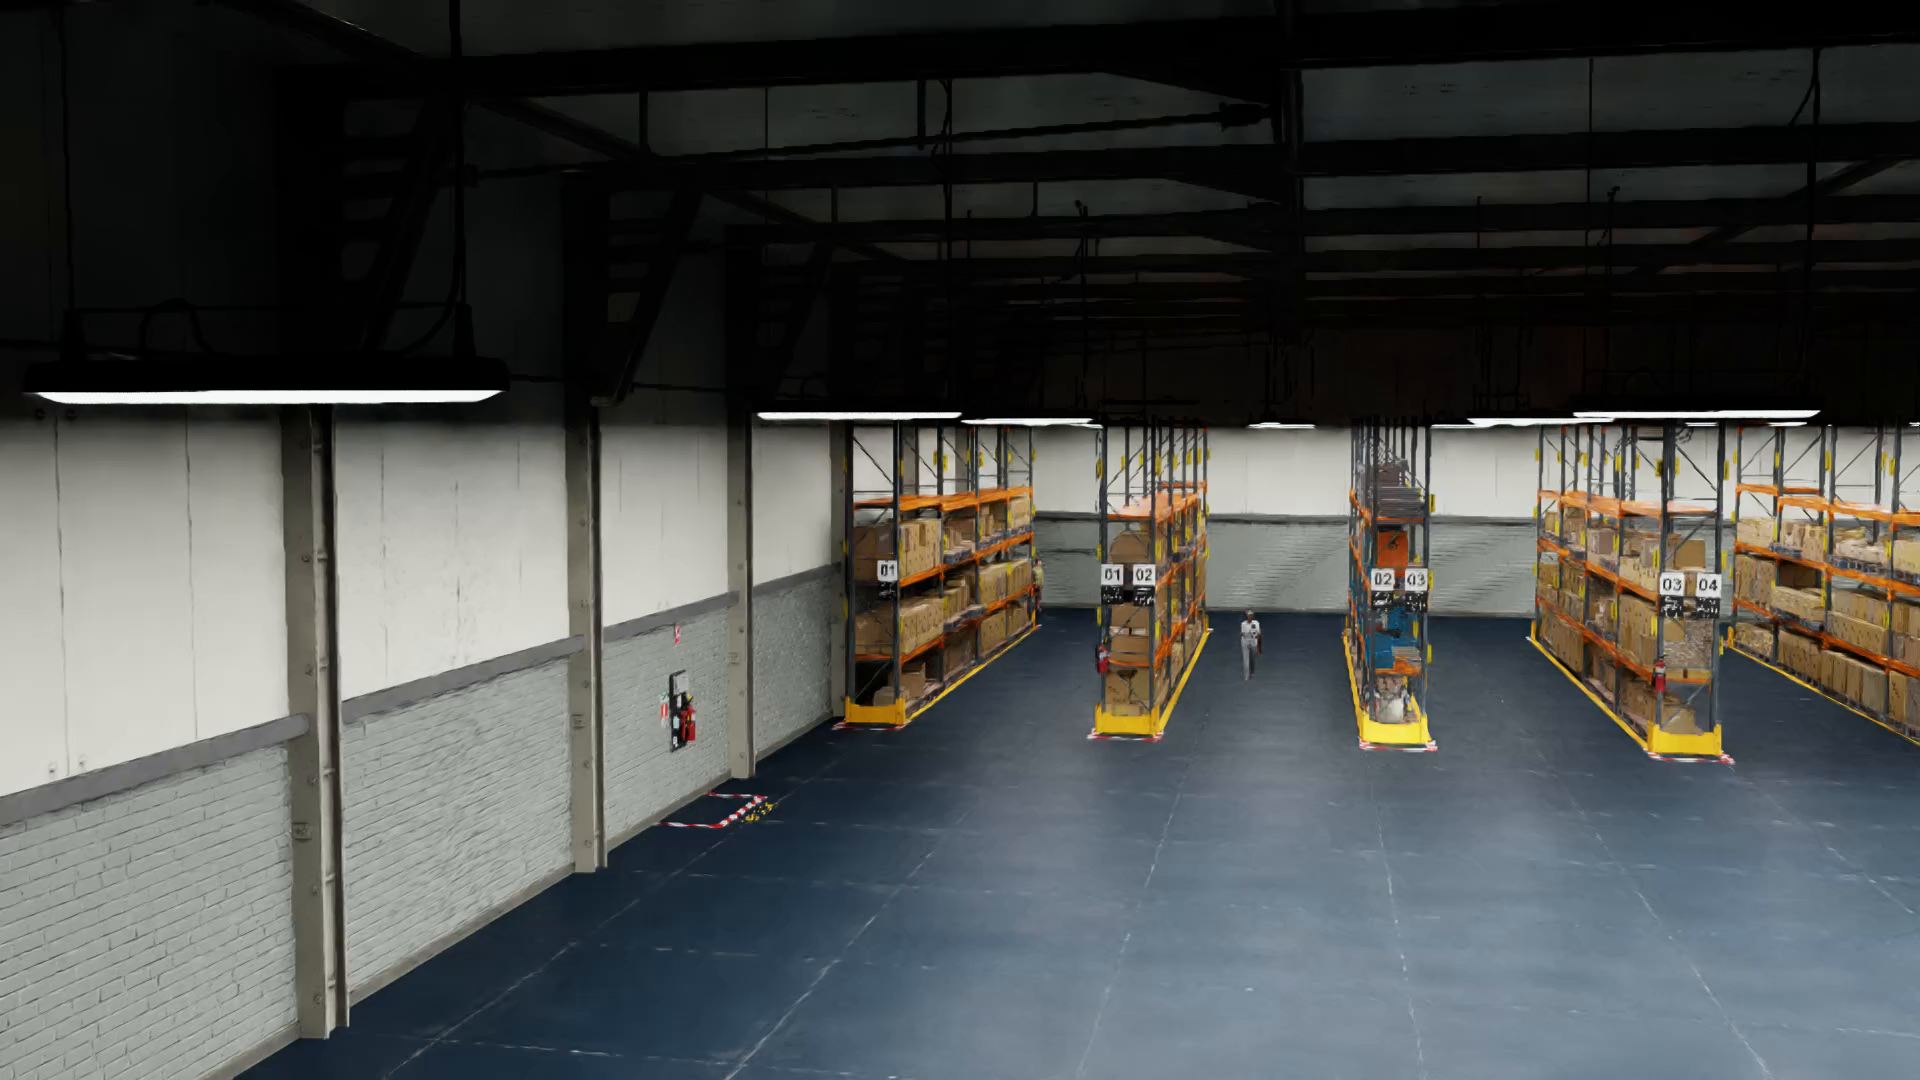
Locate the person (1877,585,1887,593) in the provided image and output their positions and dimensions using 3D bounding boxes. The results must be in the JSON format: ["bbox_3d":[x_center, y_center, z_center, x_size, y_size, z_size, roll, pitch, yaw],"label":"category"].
[{"bbox_3d":[24.944,1.834,45.156,0.714,1.785,0.555,-1,4,-18],"label":"person"}]

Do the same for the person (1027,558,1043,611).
[{"bbox_3d":[2.316,1.398,52.493,0.639,1.659,0.482,-2,4,-28],"label":"person"}]

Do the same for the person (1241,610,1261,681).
[{"bbox_3d":[6.627,2.380,37.883,0.461,1.626,0.999,1,4,11],"label":"person"}]
